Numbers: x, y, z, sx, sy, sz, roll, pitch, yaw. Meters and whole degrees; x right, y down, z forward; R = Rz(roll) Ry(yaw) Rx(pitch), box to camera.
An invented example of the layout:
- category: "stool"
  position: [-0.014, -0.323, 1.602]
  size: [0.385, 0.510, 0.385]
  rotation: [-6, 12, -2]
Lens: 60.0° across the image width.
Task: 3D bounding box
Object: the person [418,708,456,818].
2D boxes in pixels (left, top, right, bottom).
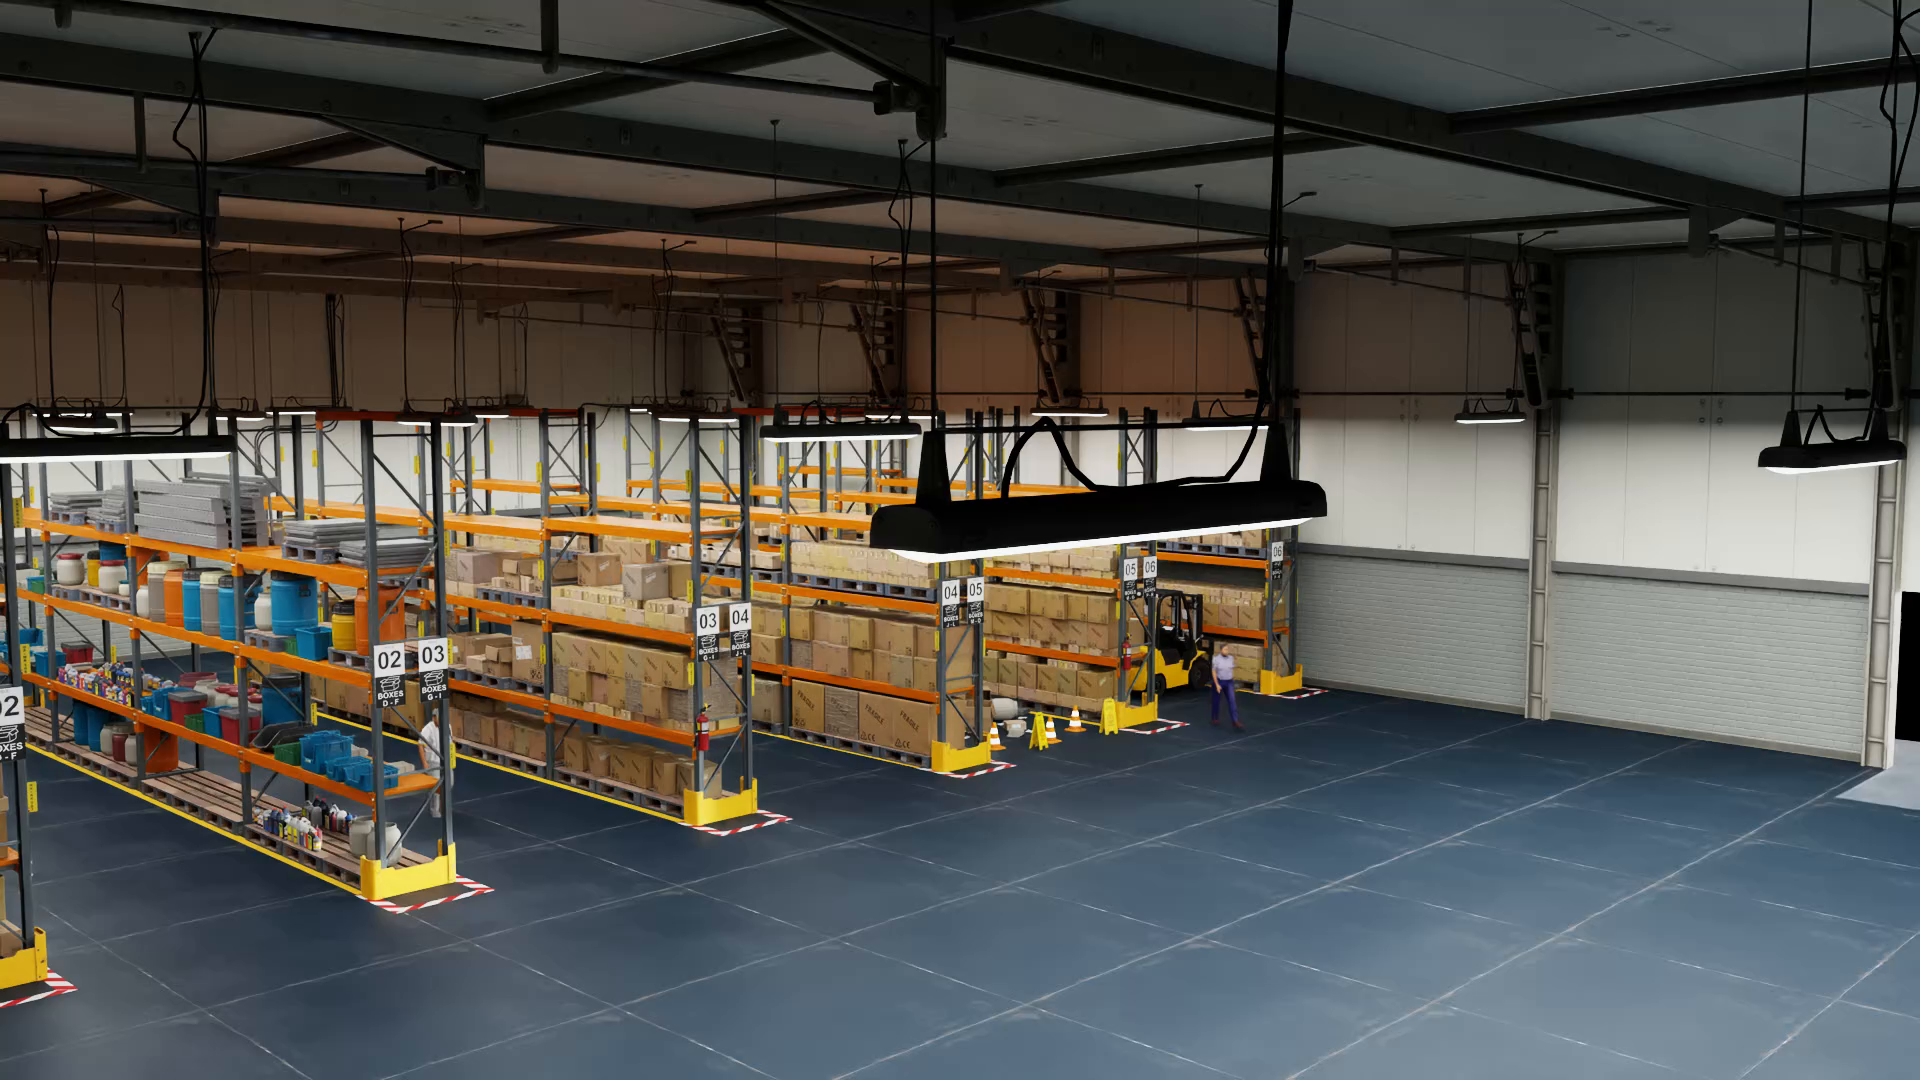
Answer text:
- category: "person"
  position: [-7.875, 3.313, 24.985]
  size: [0.592, 1.647, 0.571]
  rotation: [5, 7, 44]

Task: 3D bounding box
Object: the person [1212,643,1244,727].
- category: "person"
  position: [5.005, 2.736, 31.388]
  size: [0.504, 1.599, 1.006]
  rotation: [0, 5, -5]
